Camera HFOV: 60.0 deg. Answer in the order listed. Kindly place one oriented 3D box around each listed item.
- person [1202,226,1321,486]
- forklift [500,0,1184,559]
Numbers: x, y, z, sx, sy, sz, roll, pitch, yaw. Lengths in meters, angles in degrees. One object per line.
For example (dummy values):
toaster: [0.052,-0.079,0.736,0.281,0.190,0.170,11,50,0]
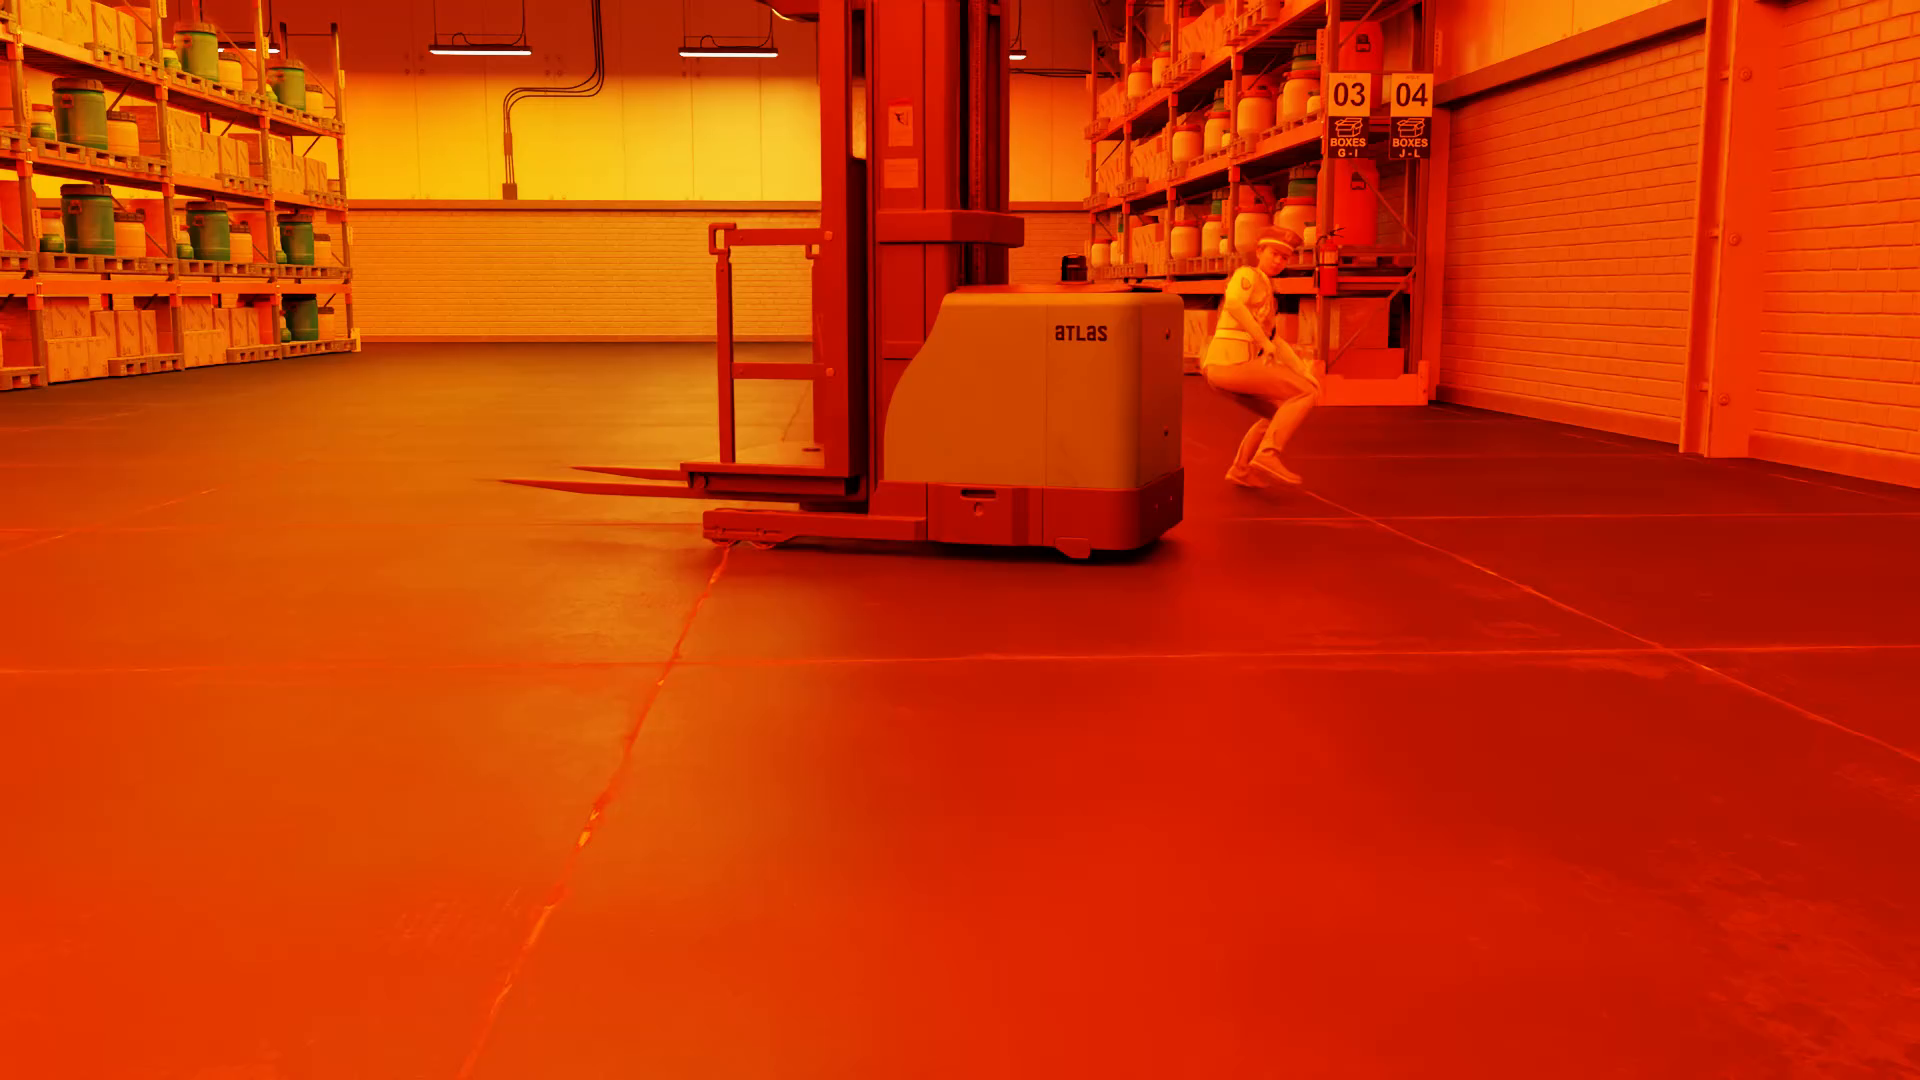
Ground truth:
person: [1.635,-0.936,8.939,0.656,1.470,0.839,1,9,8]
forklift: [-0.578,-1.479,7.289,3.031,2.935,1.130,3,9,19]
